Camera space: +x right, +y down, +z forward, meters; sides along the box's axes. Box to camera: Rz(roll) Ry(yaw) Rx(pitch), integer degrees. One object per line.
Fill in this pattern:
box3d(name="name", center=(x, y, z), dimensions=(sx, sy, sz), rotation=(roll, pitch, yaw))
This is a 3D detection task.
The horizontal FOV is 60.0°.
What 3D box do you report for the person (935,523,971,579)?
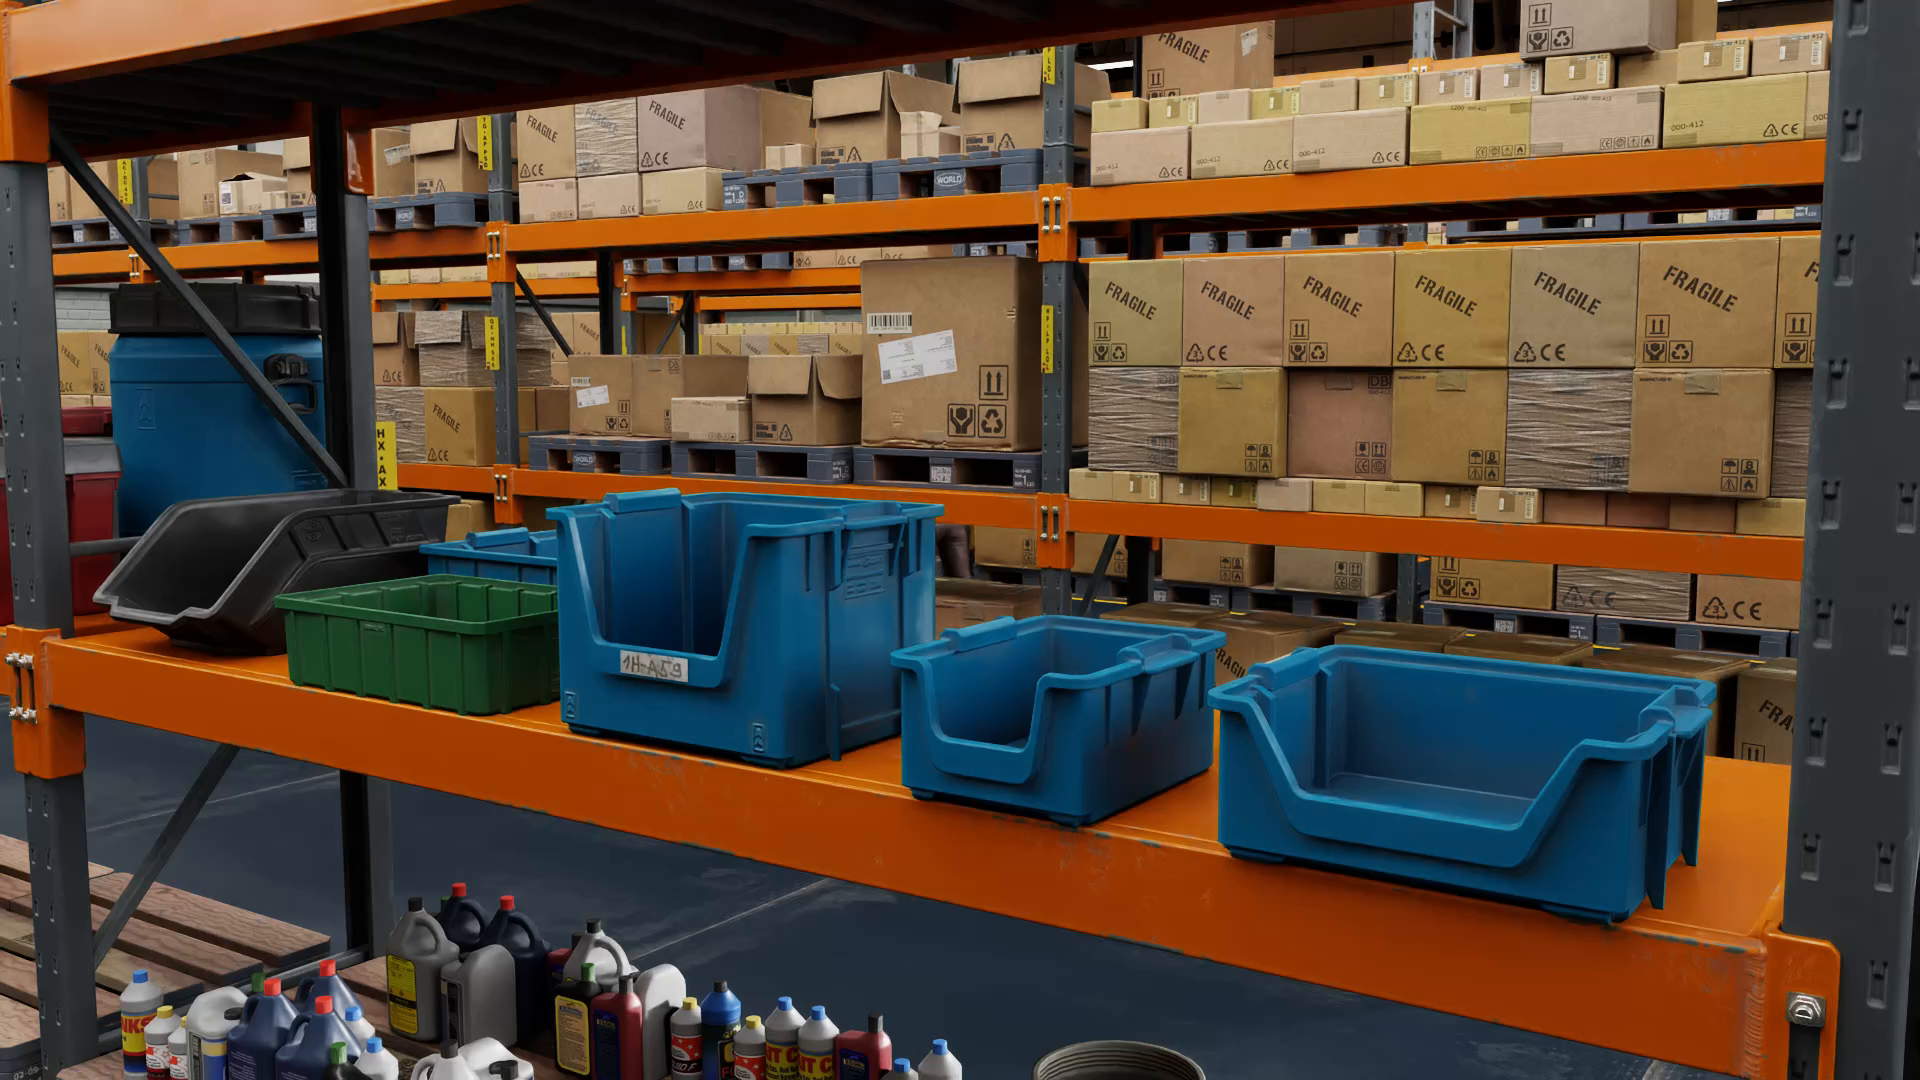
box3d(name="person", center=(-0.188, -0.086, 11.254), dimensions=(0.570, 1.678, 0.982), rotation=(-3, 7, -27))
